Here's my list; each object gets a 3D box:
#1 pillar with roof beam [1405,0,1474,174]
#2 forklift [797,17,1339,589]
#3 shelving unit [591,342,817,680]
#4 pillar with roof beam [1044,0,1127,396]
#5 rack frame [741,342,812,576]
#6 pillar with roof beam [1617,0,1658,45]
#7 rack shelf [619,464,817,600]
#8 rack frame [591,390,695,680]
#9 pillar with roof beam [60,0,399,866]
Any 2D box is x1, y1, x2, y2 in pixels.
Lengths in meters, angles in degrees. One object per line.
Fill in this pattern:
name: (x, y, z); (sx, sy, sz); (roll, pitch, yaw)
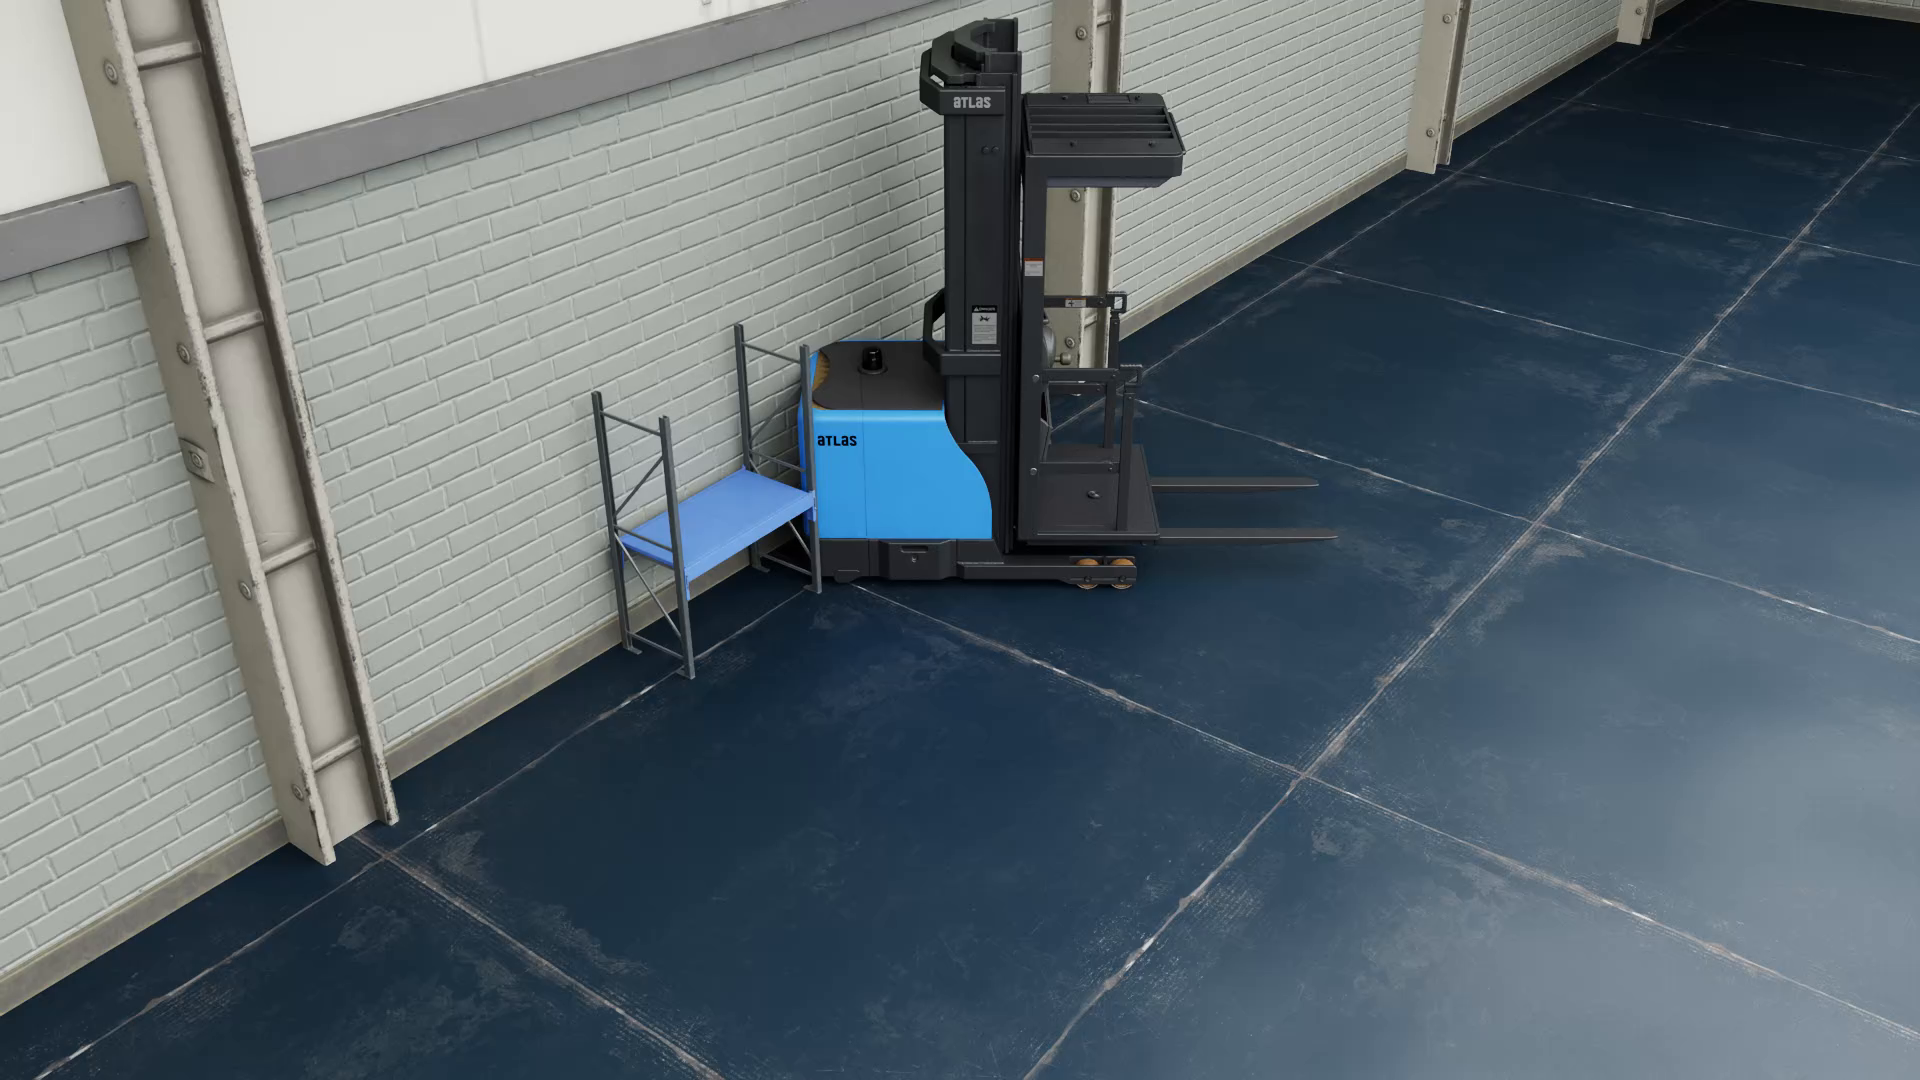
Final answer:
pillar with roof beam: (7.862, -6.106, 11.284); (9.100, 9.000, 0.400); (21, 37, 31)
forklift: (0.630, -1.260, 9.058); (3.031, 2.935, 1.130); (0, 31, 0)
shelving unit: (-1.286, -0.211, 8.691); (0.538, 1.500, 1.039); (20, 36, 30)
pillar with roof beam: (4.240, -3.667, 7.169); (9.100, 9.000, 0.400); (21, 37, 31)
rack frame: (-0.986, -0.423, 9.050); (0.475, 1.308, 0.013); (20, 36, 30)
pillar with roof beam: (11.484, -8.545, 15.399); (9.100, 9.000, 0.400); (21, 37, 31)
rack shelf: (-1.283, -0.058, 8.786); (0.538, 0.185, 1.000); (20, 36, 30)
rack frame: (-1.582, -0.003, 8.341); (0.500, 1.500, 0.032); (20, 36, 30)
pillar with roof beam: (0.619, -1.229, 3.054); (9.100, 9.000, 0.400); (21, 37, 31)
